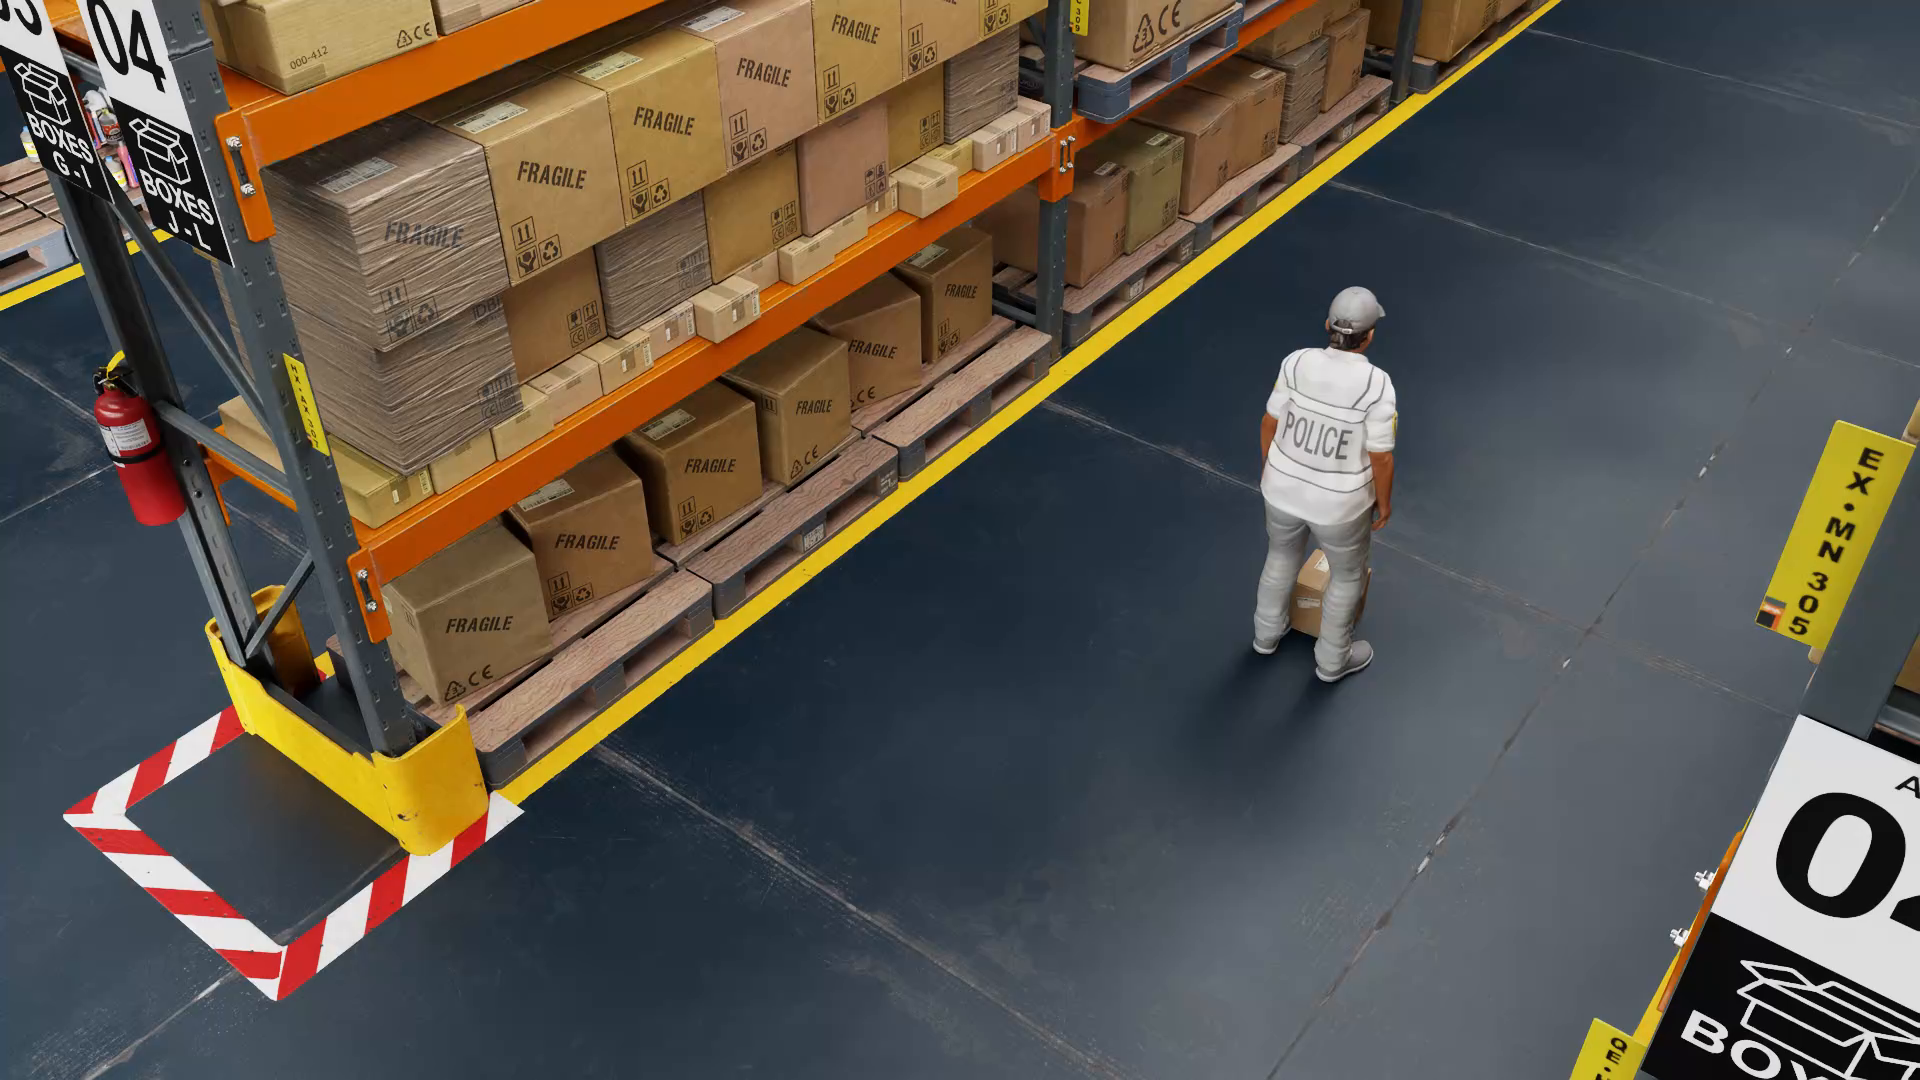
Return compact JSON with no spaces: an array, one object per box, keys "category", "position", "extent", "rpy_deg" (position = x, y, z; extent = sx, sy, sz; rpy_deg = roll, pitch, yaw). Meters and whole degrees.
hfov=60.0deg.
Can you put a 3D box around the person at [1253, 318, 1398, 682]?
[{"category":"person","position":[1.391,-0.174,6.374],"extent":[0.561,1.653,0.394],"rpy_deg":[24,45,26]}]
